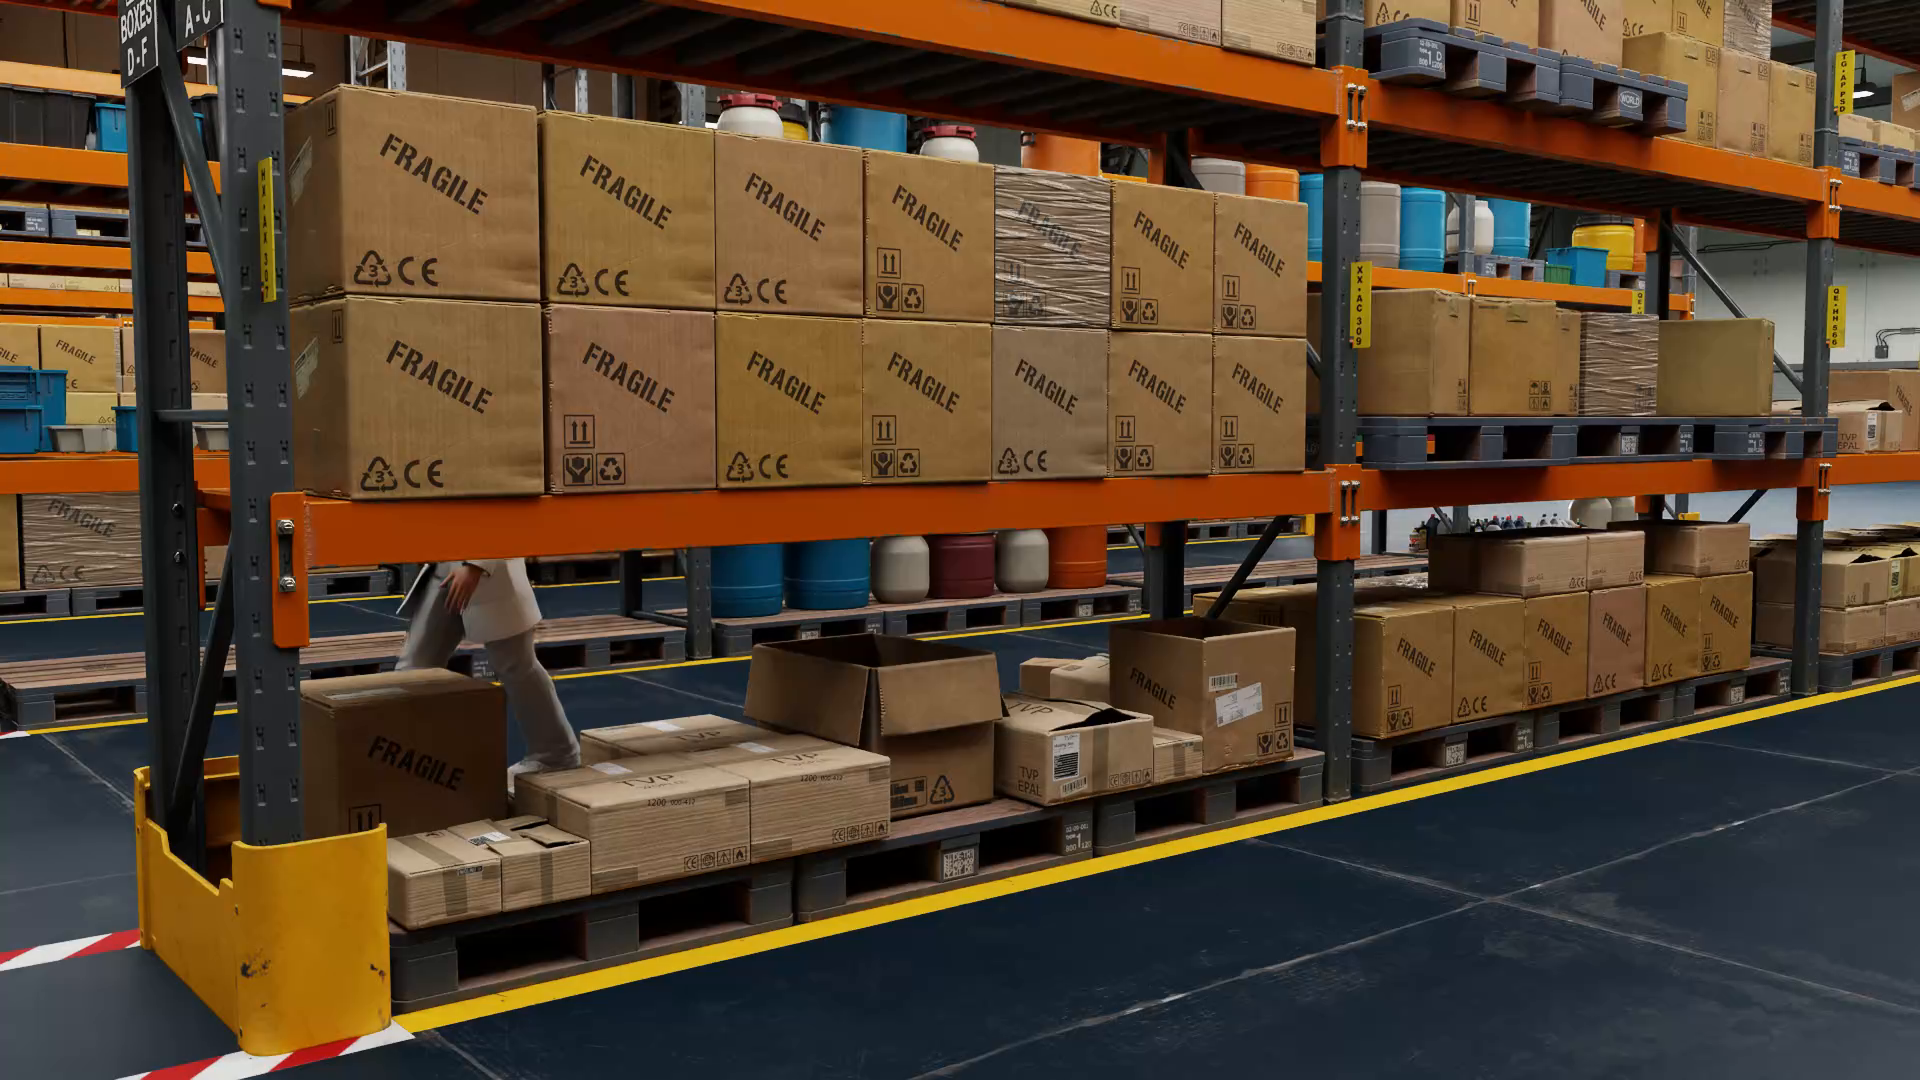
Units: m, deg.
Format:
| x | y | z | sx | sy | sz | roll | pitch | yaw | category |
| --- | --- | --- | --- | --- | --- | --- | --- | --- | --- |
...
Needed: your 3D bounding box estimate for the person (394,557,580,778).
| x | y | z | sx | sy | sz | roll | pitch | yaw | category |
| --- | --- | --- | --- | --- | --- | --- | --- | --- | --- |
| -1.970 | 0.131 | 6.473 | 0.621 | 1.730 | 1.027 | 4 | 6 | 44 | person |
